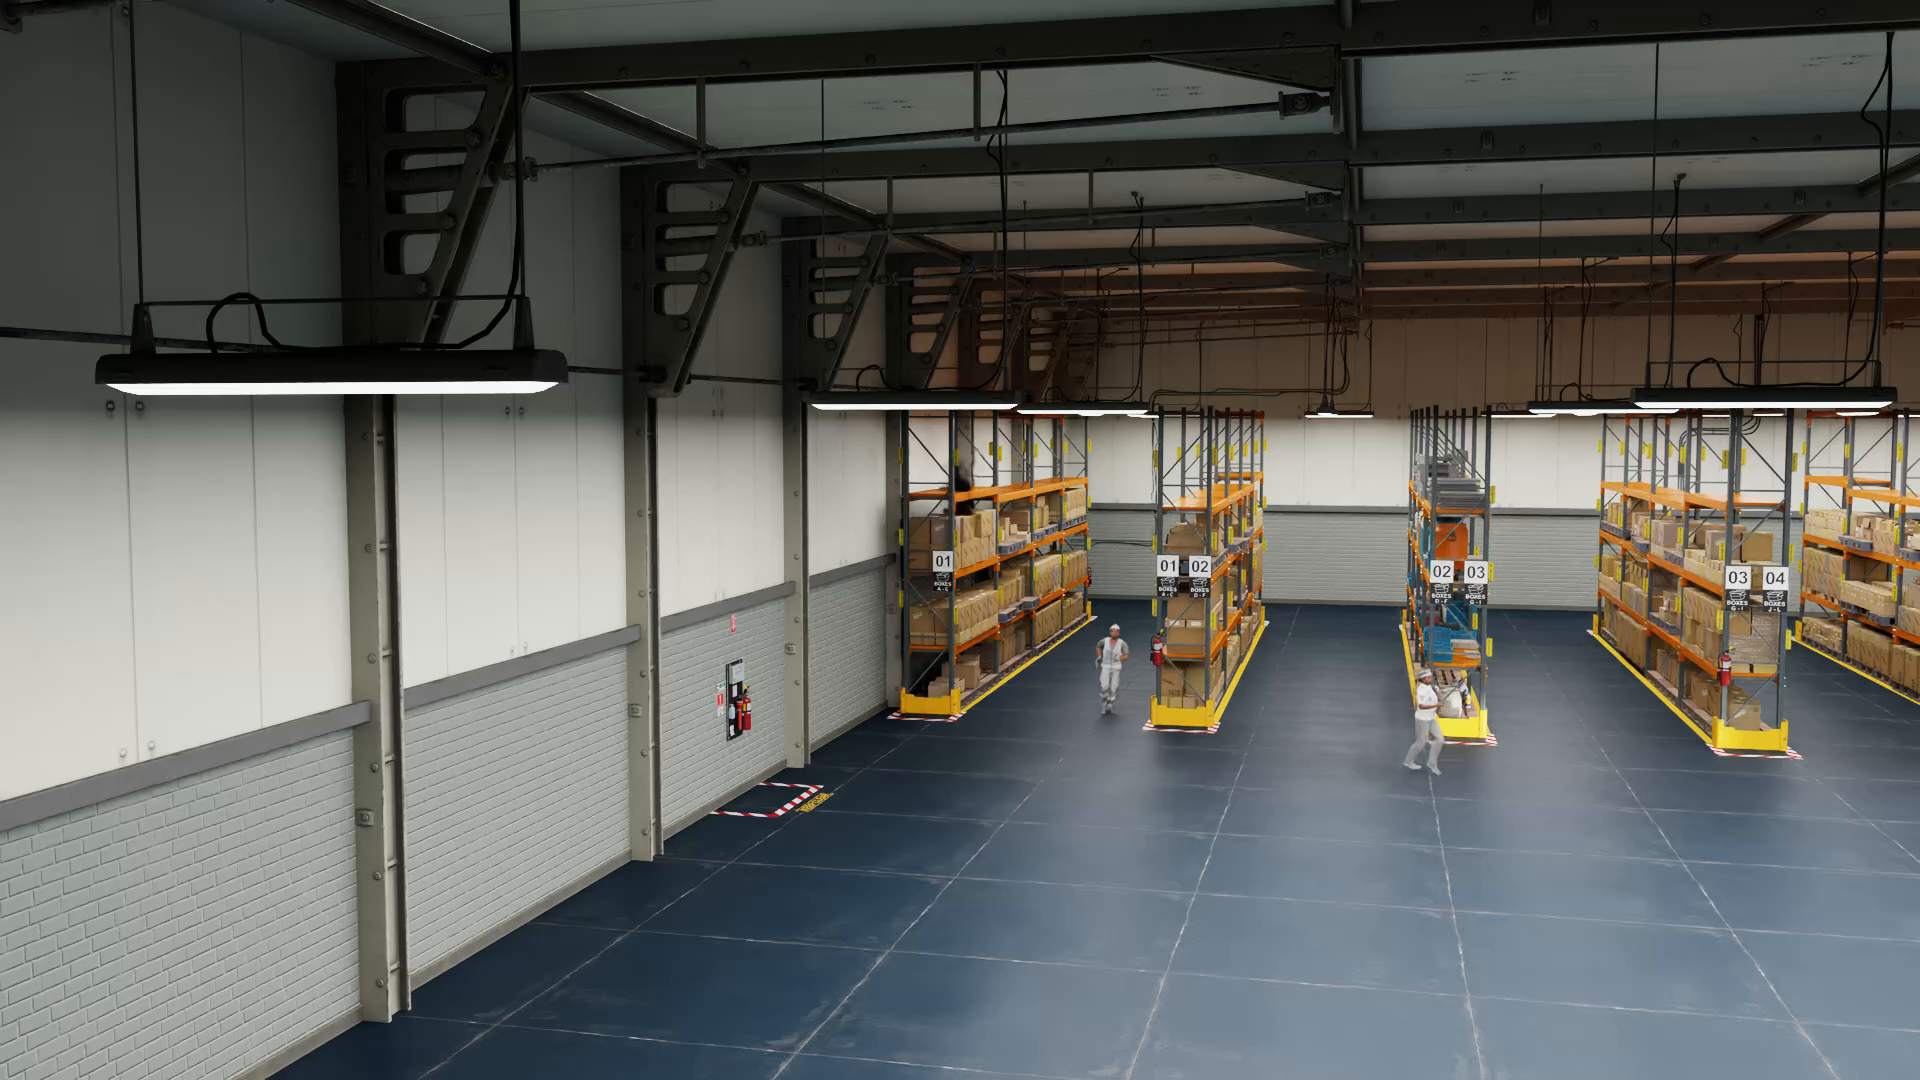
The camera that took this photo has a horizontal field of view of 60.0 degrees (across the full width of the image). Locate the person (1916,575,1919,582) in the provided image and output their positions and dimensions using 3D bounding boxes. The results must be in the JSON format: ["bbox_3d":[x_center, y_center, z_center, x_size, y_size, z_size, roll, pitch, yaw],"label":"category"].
[{"bbox_3d":[25.425,1.764,43.930,0.718,1.710,0.584,1,4,16],"label":"person"}]

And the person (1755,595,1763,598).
[{"bbox_3d":[20.945,1.679,43.939,0.965,1.772,0.704,-2,5,-26],"label":"person"}]

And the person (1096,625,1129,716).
[{"bbox_3d":[2.960,2.526,32.357,0.646,1.778,0.702,0,4,5],"label":"person"}]

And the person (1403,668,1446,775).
[{"bbox_3d":[7.566,2.950,26.976,0.702,1.749,0.555,3,5,40],"label":"person"}]
